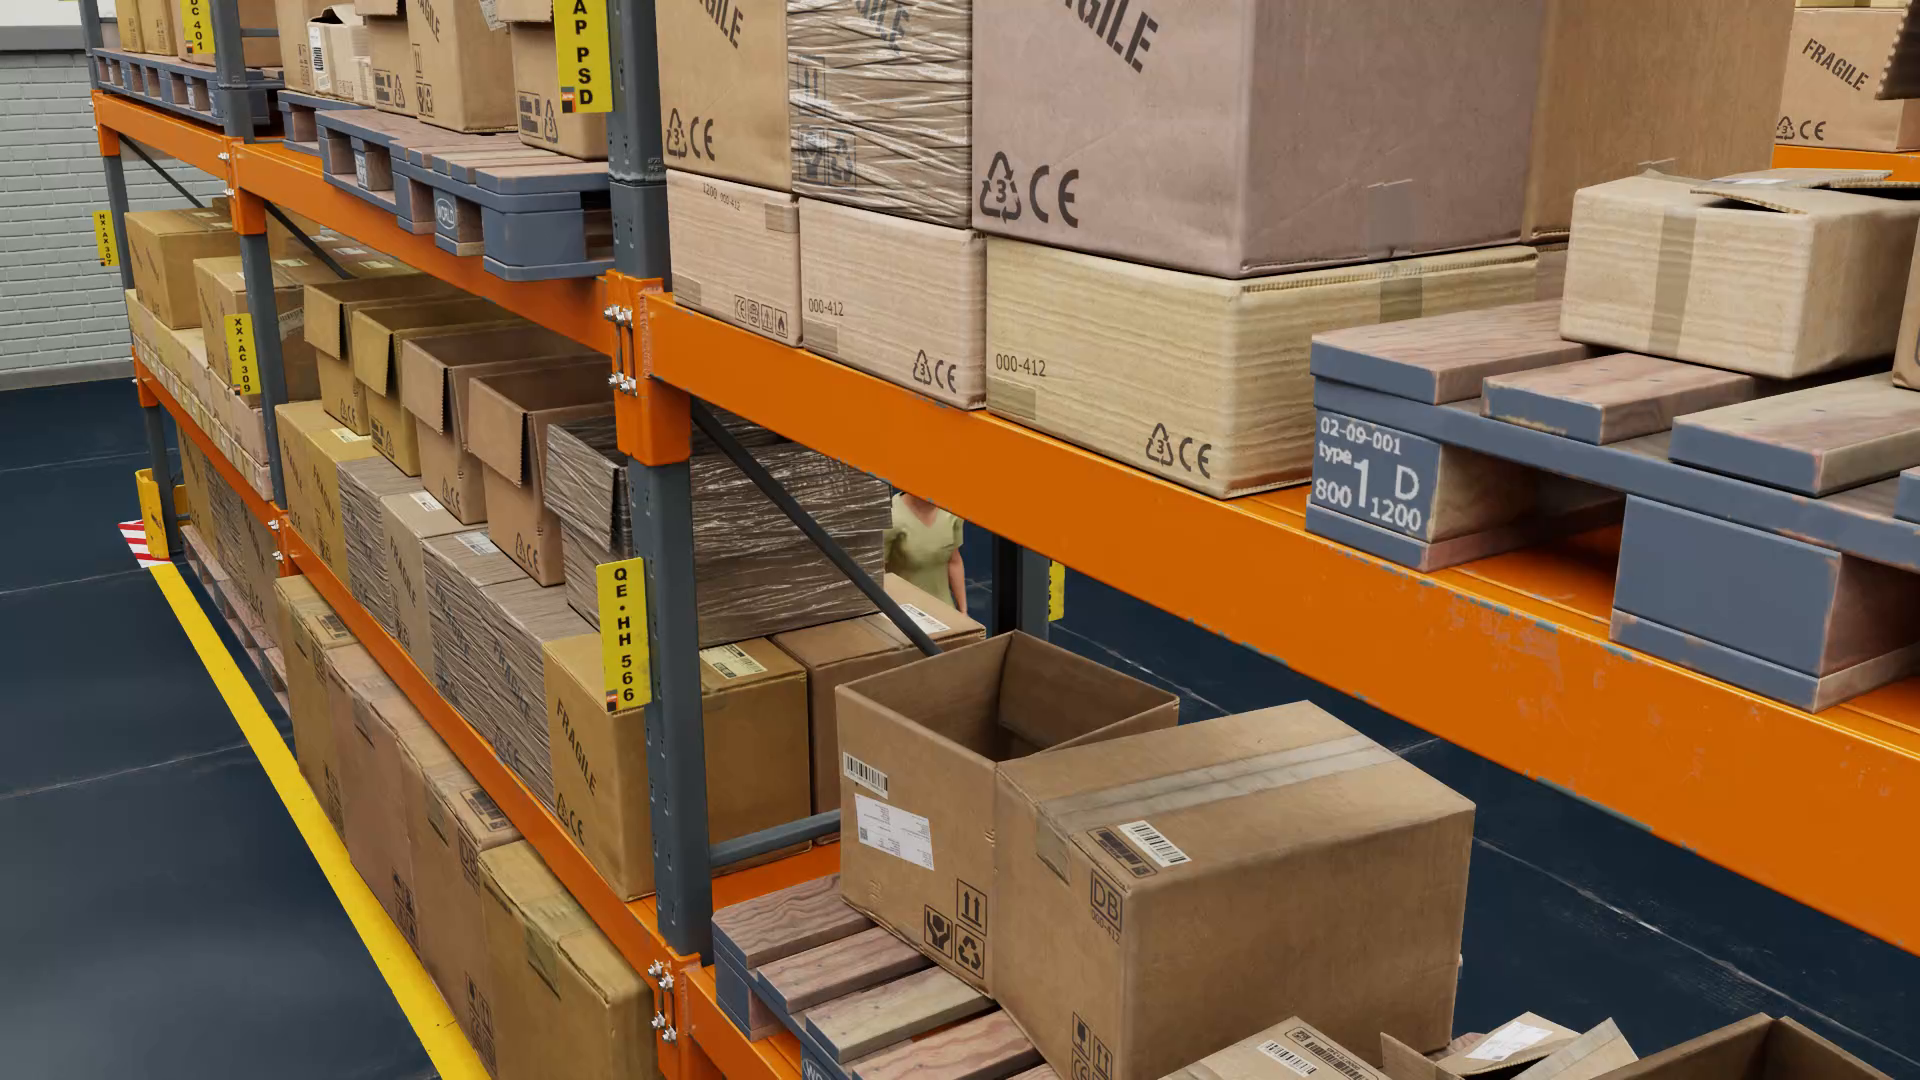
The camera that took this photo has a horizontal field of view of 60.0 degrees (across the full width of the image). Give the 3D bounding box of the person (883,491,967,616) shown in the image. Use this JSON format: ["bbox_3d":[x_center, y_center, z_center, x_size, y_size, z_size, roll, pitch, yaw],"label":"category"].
[{"bbox_3d":[-0.168,0.373,6.922,0.503,1.672,0.352,-12,22,-32],"label":"person"}]
